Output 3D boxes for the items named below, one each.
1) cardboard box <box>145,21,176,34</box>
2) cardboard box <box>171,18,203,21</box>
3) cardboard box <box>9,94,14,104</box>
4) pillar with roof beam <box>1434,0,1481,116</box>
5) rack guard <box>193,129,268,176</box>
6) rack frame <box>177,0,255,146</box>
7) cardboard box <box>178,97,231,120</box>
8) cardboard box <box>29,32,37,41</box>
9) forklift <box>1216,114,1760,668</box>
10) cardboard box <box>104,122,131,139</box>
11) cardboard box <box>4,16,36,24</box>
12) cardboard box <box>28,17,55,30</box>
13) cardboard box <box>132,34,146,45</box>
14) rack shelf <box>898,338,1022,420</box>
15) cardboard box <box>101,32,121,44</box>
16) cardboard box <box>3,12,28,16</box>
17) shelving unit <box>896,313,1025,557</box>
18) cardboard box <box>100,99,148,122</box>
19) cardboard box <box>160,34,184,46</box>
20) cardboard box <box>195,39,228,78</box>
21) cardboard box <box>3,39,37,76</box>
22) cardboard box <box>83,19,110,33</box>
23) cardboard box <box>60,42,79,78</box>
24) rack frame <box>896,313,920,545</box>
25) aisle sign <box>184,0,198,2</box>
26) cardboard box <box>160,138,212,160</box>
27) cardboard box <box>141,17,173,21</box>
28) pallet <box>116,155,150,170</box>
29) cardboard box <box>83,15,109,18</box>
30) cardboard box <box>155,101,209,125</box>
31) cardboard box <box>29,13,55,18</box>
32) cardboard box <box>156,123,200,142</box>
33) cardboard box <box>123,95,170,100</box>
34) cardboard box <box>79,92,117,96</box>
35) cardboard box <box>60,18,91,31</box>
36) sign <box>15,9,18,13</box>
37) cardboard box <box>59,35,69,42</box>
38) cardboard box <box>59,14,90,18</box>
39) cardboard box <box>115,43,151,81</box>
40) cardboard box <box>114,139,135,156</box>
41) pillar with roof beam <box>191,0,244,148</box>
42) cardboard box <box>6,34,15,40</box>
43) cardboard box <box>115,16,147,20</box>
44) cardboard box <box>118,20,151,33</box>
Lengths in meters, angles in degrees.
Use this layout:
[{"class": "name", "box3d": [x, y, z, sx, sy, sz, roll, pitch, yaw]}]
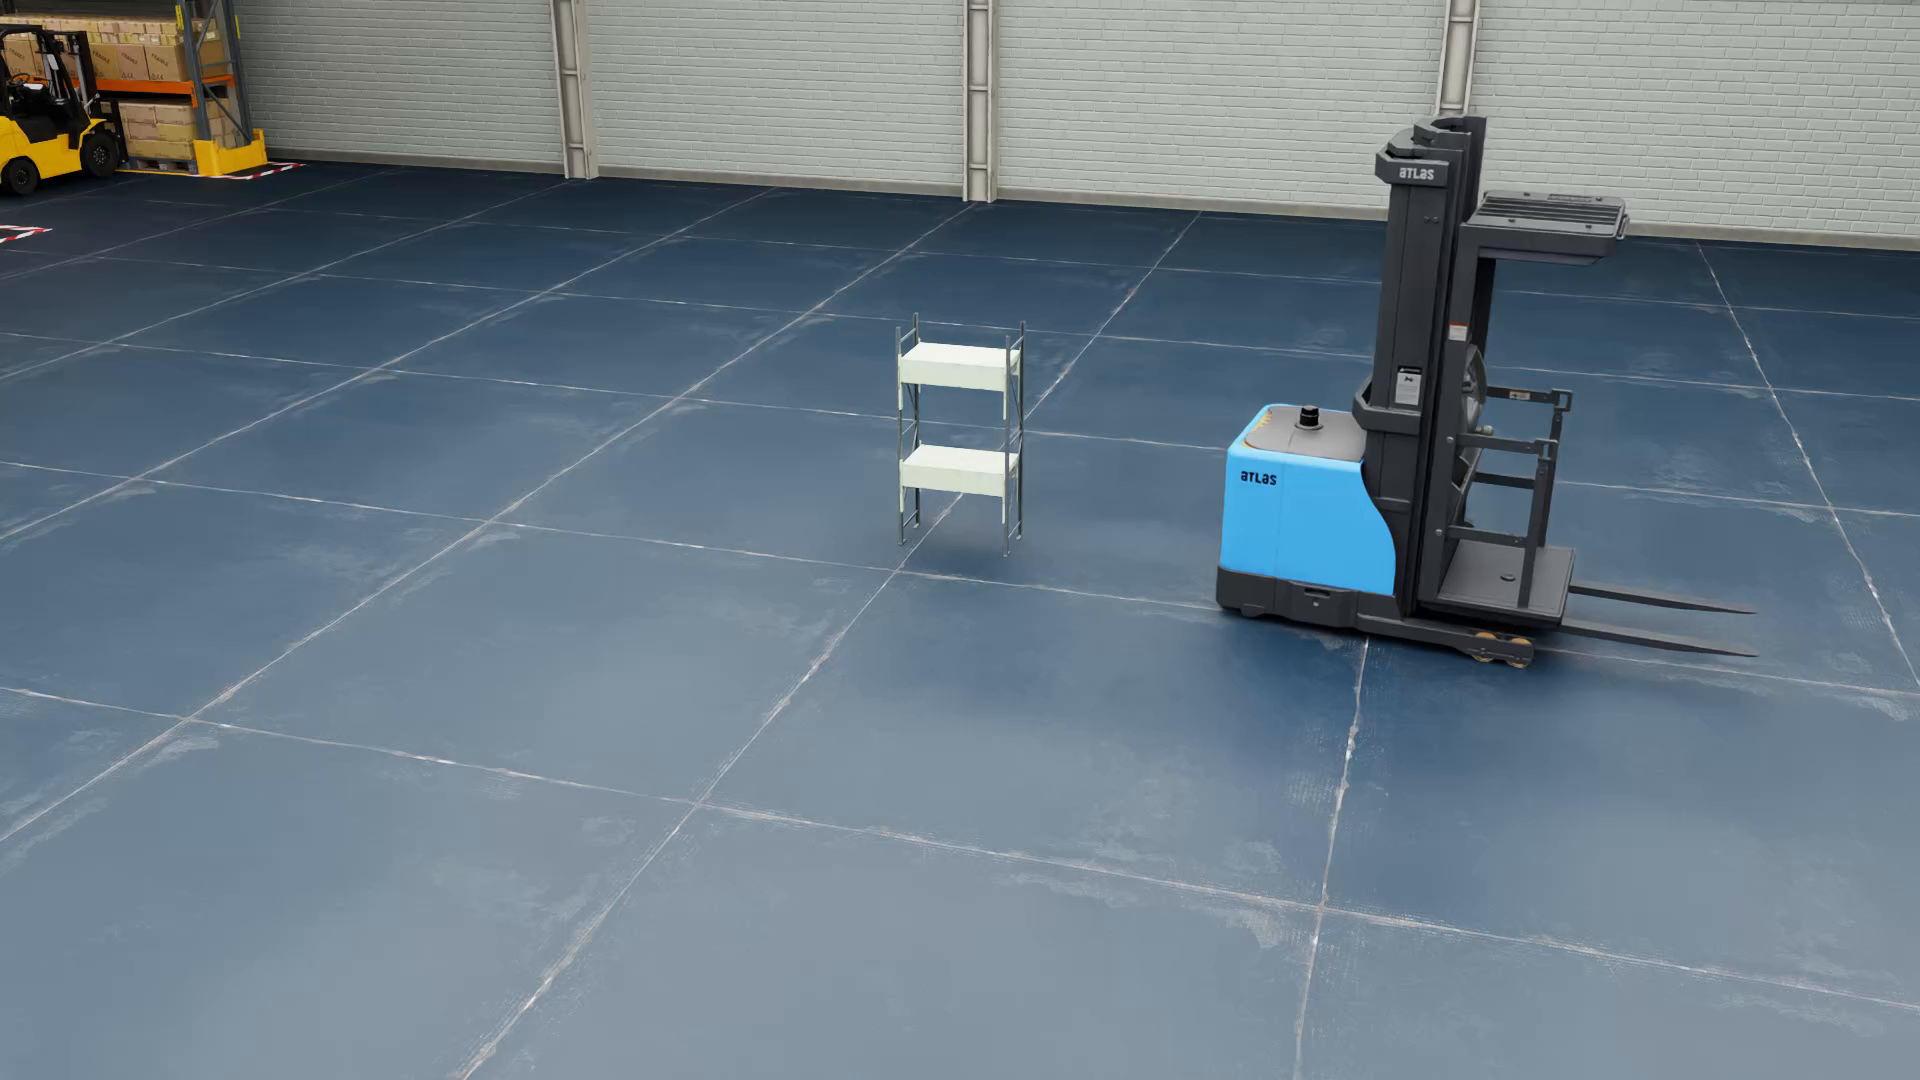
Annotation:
[{"class": "cardboard box", "box3d": [-11.460, -7.365, 23.895, 0.250, 0.149, 0.380, 7, 23, 16]}, {"class": "cardboard box", "box3d": [-11.307, -7.553, 24.353, 0.250, 0.149, 0.380, 7, 23, 17]}, {"class": "cardboard box", "box3d": [-14.268, -6.559, 25.060, 0.500, 0.250, 0.500, 6, 23, 15]}, {"class": "pillar with roof beam", "box3d": [4.772, -6.545, 15.368, 0.400, 9.000, 9.100, 7, 23, 16]}, {"class": "rack guard", "box3d": [-10.788, -5.744, 24.614, 0.348, 0.500, 1.175, 7, 23, 16]}, {"class": "rack frame", "box3d": [-10.811, -6.903, 24.146, 0.127, 3.000, 1.000, 7, 23, 16]}, {"class": "cardboard box", "box3d": [-11.217, -6.409, 24.694, 0.500, 0.250, 0.500, 6, 23, 15]}, {"class": "cardboard box", "box3d": [-13.440, -7.428, 24.439, 0.250, 0.149, 0.380, 6, 23, 15]}, {"class": "forklift", "box3d": [3.131, -0.856, 9.494, 3.031, 2.935, 1.130, 9, 24, 21]}, {"class": "cardboard box", "box3d": [-12.345, -6.104, 24.609, 0.500, 0.250, 0.500, 6, 23, 14]}, {"class": "cardboard box", "box3d": [-13.898, -7.662, 24.618, 0.250, 0.149, 0.380, 6, 23, 15]}, {"class": "cardboard box", "box3d": [-13.425, -7.578, 24.413, 0.250, 0.149, 0.380, 6, 23, 15]}, {"class": "cardboard box", "box3d": [-11.708, -7.253, 24.014, 0.250, 0.149, 0.380, 7, 23, 17]}, {"class": "rack shelf", "box3d": [0.006, -1.054, 10.836, 0.720, 0.370, 0.431, 7, 23, 16]}, {"class": "cardboard box", "box3d": [-12.211, -7.297, 24.120, 0.250, 0.149, 0.380, 6, 23, 14]}, {"class": "cardboard box", "box3d": [-14.248, -7.900, 25.199, 0.250, 0.149, 0.380, 7, 23, 16]}, {"class": "shelving unit", "box3d": [0.006, -0.693, 10.984, 0.755, 1.500, 0.431, 7, 23, 16]}, {"class": "cardboard box", "box3d": [-12.319, -6.330, 24.502, 0.500, 0.250, 0.500, 7, 23, 16]}, {"class": "cardboard box", "box3d": [-11.224, -7.185, 23.848, 0.250, 0.149, 0.380, 7, 23, 16]}, {"class": "cardboard box", "box3d": [-11.205, -7.104, 24.505, 0.500, 0.500, 0.500, 7, 23, 17]}, {"class": "cardboard box", "box3d": [-13.788, -7.193, 24.721, 0.500, 0.500, 0.500, 7, 23, 16]}, {"class": "cardboard box", "box3d": [-12.466, -7.453, 24.109, 0.250, 0.149, 0.380, 7, 23, 17]}, {"class": "cardboard box", "box3d": [-12.827, -7.075, 24.434, 0.500, 0.500, 0.500, 7, 23, 16]}, {"class": "rack frame", "box3d": [-0.344, -0.733, 11.081, 0.023, 1.500, 0.400, 7, 23, 16]}, {"class": "aisle sign", "box3d": [-10.833, -7.992, 23.375, 0.004, 0.787, 0.394, 7, 23, 16]}, {"class": "cardboard box", "box3d": [-11.352, -5.762, 24.434, 0.500, 0.250, 0.500, 7, 23, 16]}, {"class": "cardboard box", "box3d": [-11.801, -7.599, 24.463, 0.250, 0.149, 0.380, 7, 23, 16]}, {"class": "pallet", "box3d": [-12.720, -5.816, 25.170, 1.213, 0.211, 1.003, 7, 23, 15]}, {"class": "cardboard box", "box3d": [-12.797, -7.709, 24.732, 0.250, 0.149, 0.380, 7, 23, 17]}, {"class": "cardboard box", "box3d": [-11.342, -6.225, 24.245, 0.500, 0.250, 0.500, 7, 23, 17]}, {"class": "cardboard box", "box3d": [-13.762, -7.833, 25.036, 0.250, 0.149, 0.380, 6, 23, 15]}, {"class": "cardboard box", "box3d": [-11.367, -5.996, 24.346, 0.500, 0.250, 0.500, 6, 23, 15]}, {"class": "cardboard box", "box3d": [-12.172, -6.521, 24.968, 0.500, 0.250, 0.500, 6, 23, 15]}, {"class": "cardboard box", "box3d": [-13.144, -6.632, 25.238, 0.500, 0.250, 0.500, 7, 23, 16]}, {"class": "cardboard box", "box3d": [-12.921, -7.549, 24.343, 0.250, 0.149, 0.380, 7, 23, 16]}, {"class": "sign", "box3d": [-14.482, -7.980, 25.527, 0.005, 0.325, 0.100, 7, 23, 16]}, {"class": "cardboard box", "box3d": [-12.937, -7.380, 24.324, 0.250, 0.149, 0.380, 6, 23, 14]}, {"class": "cardboard box", "box3d": [-13.262, -7.793, 24.937, 0.250, 0.149, 0.380, 6, 23, 15]}, {"class": "cardboard box", "box3d": [-11.852, -6.968, 24.173, 0.500, 0.500, 0.500, 7, 23, 17]}, {"class": "cardboard box", "box3d": [-12.302, -5.878, 24.717, 0.500, 0.250, 0.500, 7, 23, 16]}, {"class": "pillar with roof beam", "box3d": [-12.461, -8.518, 20.178, 0.400, 9.000, 9.100, 7, 23, 16]}, {"class": "cardboard box", "box3d": [-13.906, -7.511, 24.642, 0.250, 0.149, 0.380, 6, 23, 15]}, {"class": "cardboard box", "box3d": [-12.283, -7.683, 24.669, 0.250, 0.149, 0.380, 6, 23, 14]}, {"class": "cardboard box", "box3d": [-11.935, -7.438, 24.073, 0.250, 0.149, 0.380, 7, 23, 16]}]
